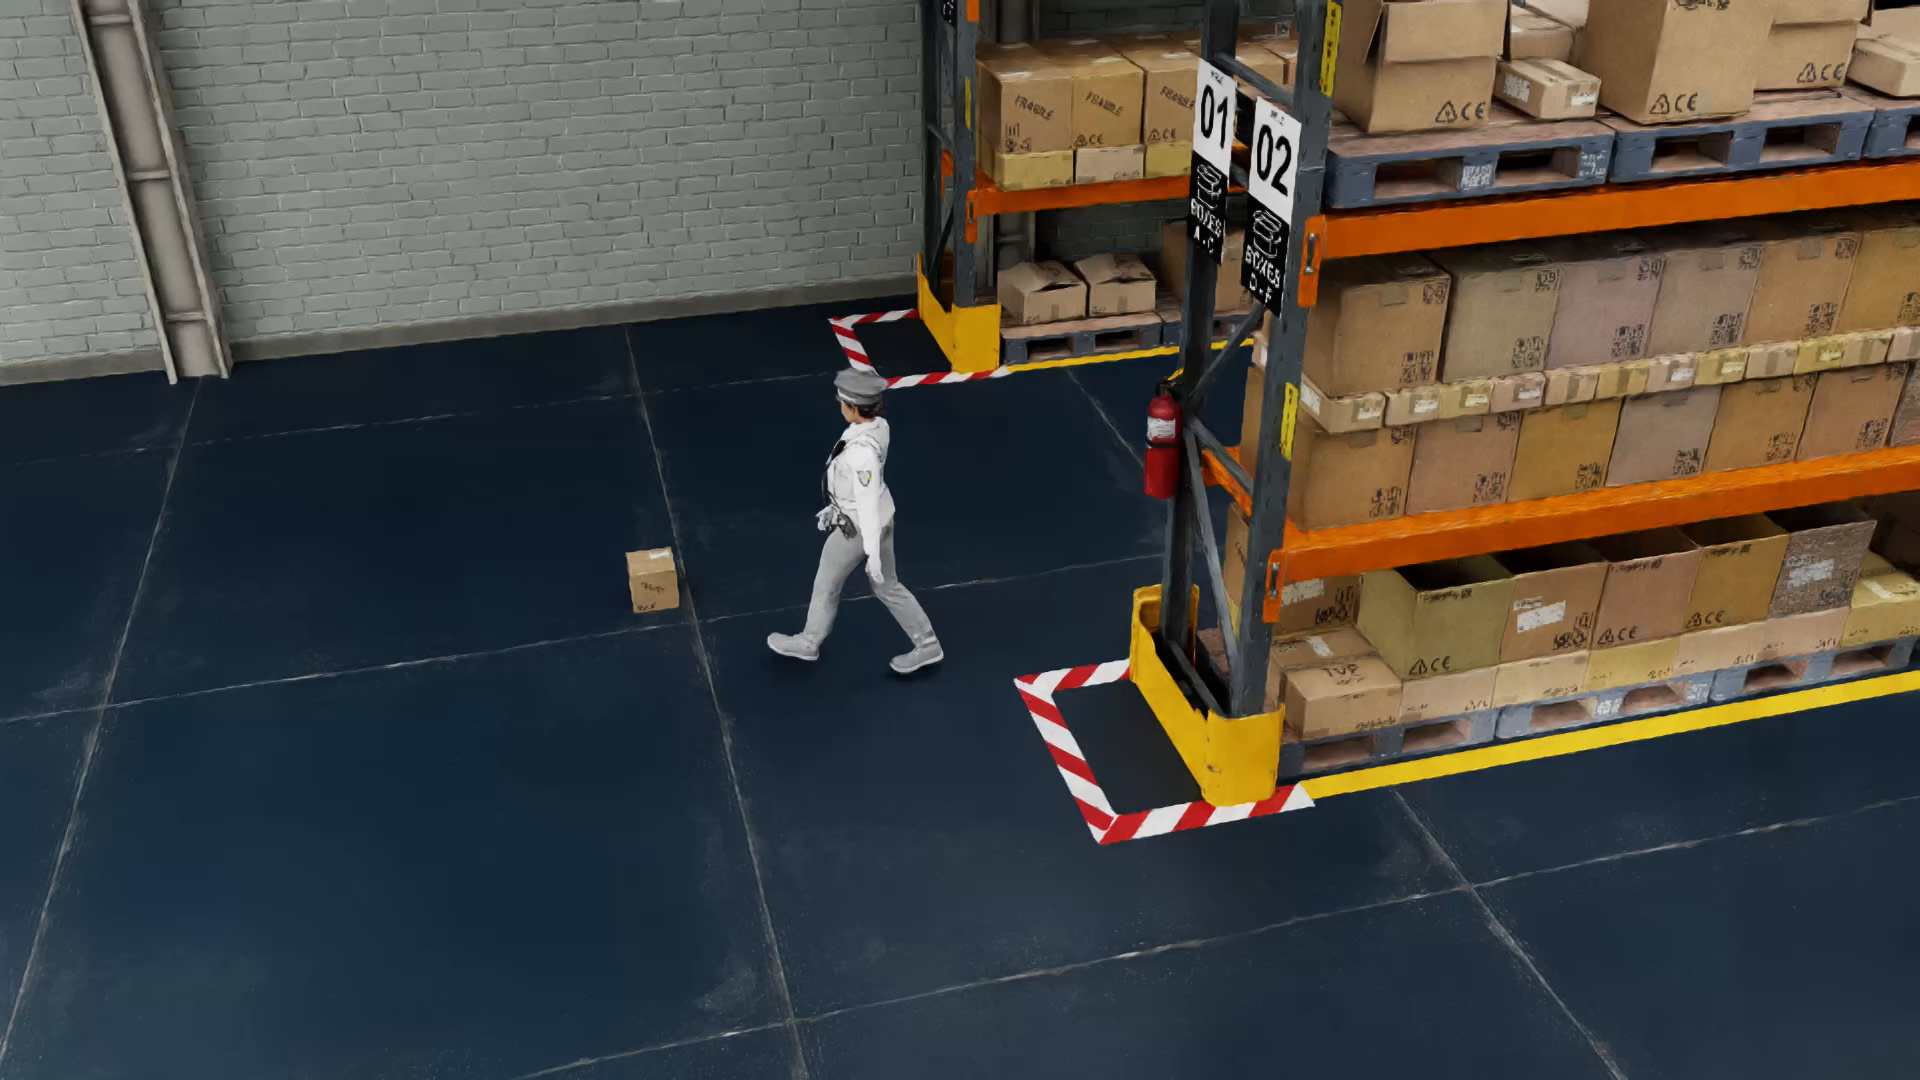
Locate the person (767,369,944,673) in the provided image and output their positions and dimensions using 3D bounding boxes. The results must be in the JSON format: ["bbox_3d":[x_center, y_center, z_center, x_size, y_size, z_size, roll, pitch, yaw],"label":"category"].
[{"bbox_3d":[-0.547,-0.073,8.355,0.940,1.615,0.557,7,31,11],"label":"person"}]
